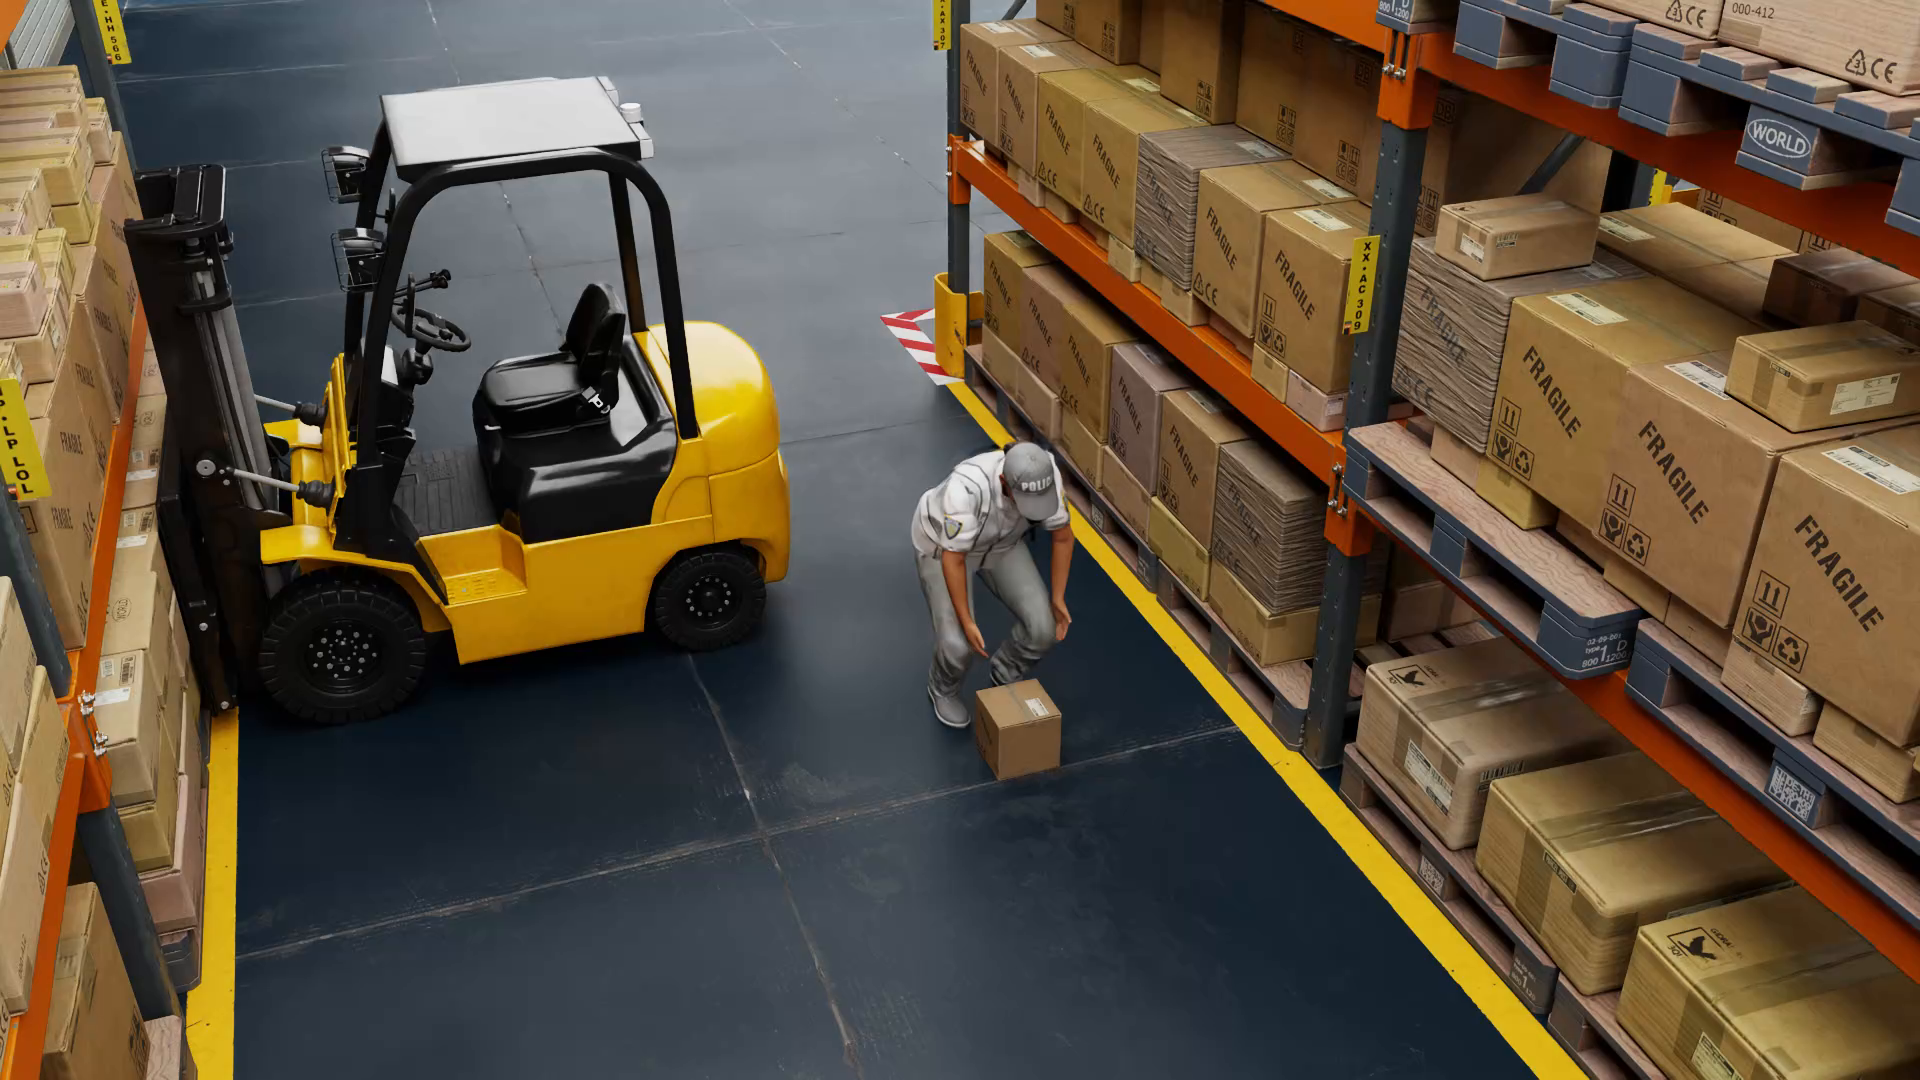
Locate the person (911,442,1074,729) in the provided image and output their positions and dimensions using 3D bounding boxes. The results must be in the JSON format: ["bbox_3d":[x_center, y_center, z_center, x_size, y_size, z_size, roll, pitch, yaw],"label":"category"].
[{"bbox_3d":[0.138,0.114,6.309,0.537,1.294,0.774,-11,32,-18],"label":"person"}]
